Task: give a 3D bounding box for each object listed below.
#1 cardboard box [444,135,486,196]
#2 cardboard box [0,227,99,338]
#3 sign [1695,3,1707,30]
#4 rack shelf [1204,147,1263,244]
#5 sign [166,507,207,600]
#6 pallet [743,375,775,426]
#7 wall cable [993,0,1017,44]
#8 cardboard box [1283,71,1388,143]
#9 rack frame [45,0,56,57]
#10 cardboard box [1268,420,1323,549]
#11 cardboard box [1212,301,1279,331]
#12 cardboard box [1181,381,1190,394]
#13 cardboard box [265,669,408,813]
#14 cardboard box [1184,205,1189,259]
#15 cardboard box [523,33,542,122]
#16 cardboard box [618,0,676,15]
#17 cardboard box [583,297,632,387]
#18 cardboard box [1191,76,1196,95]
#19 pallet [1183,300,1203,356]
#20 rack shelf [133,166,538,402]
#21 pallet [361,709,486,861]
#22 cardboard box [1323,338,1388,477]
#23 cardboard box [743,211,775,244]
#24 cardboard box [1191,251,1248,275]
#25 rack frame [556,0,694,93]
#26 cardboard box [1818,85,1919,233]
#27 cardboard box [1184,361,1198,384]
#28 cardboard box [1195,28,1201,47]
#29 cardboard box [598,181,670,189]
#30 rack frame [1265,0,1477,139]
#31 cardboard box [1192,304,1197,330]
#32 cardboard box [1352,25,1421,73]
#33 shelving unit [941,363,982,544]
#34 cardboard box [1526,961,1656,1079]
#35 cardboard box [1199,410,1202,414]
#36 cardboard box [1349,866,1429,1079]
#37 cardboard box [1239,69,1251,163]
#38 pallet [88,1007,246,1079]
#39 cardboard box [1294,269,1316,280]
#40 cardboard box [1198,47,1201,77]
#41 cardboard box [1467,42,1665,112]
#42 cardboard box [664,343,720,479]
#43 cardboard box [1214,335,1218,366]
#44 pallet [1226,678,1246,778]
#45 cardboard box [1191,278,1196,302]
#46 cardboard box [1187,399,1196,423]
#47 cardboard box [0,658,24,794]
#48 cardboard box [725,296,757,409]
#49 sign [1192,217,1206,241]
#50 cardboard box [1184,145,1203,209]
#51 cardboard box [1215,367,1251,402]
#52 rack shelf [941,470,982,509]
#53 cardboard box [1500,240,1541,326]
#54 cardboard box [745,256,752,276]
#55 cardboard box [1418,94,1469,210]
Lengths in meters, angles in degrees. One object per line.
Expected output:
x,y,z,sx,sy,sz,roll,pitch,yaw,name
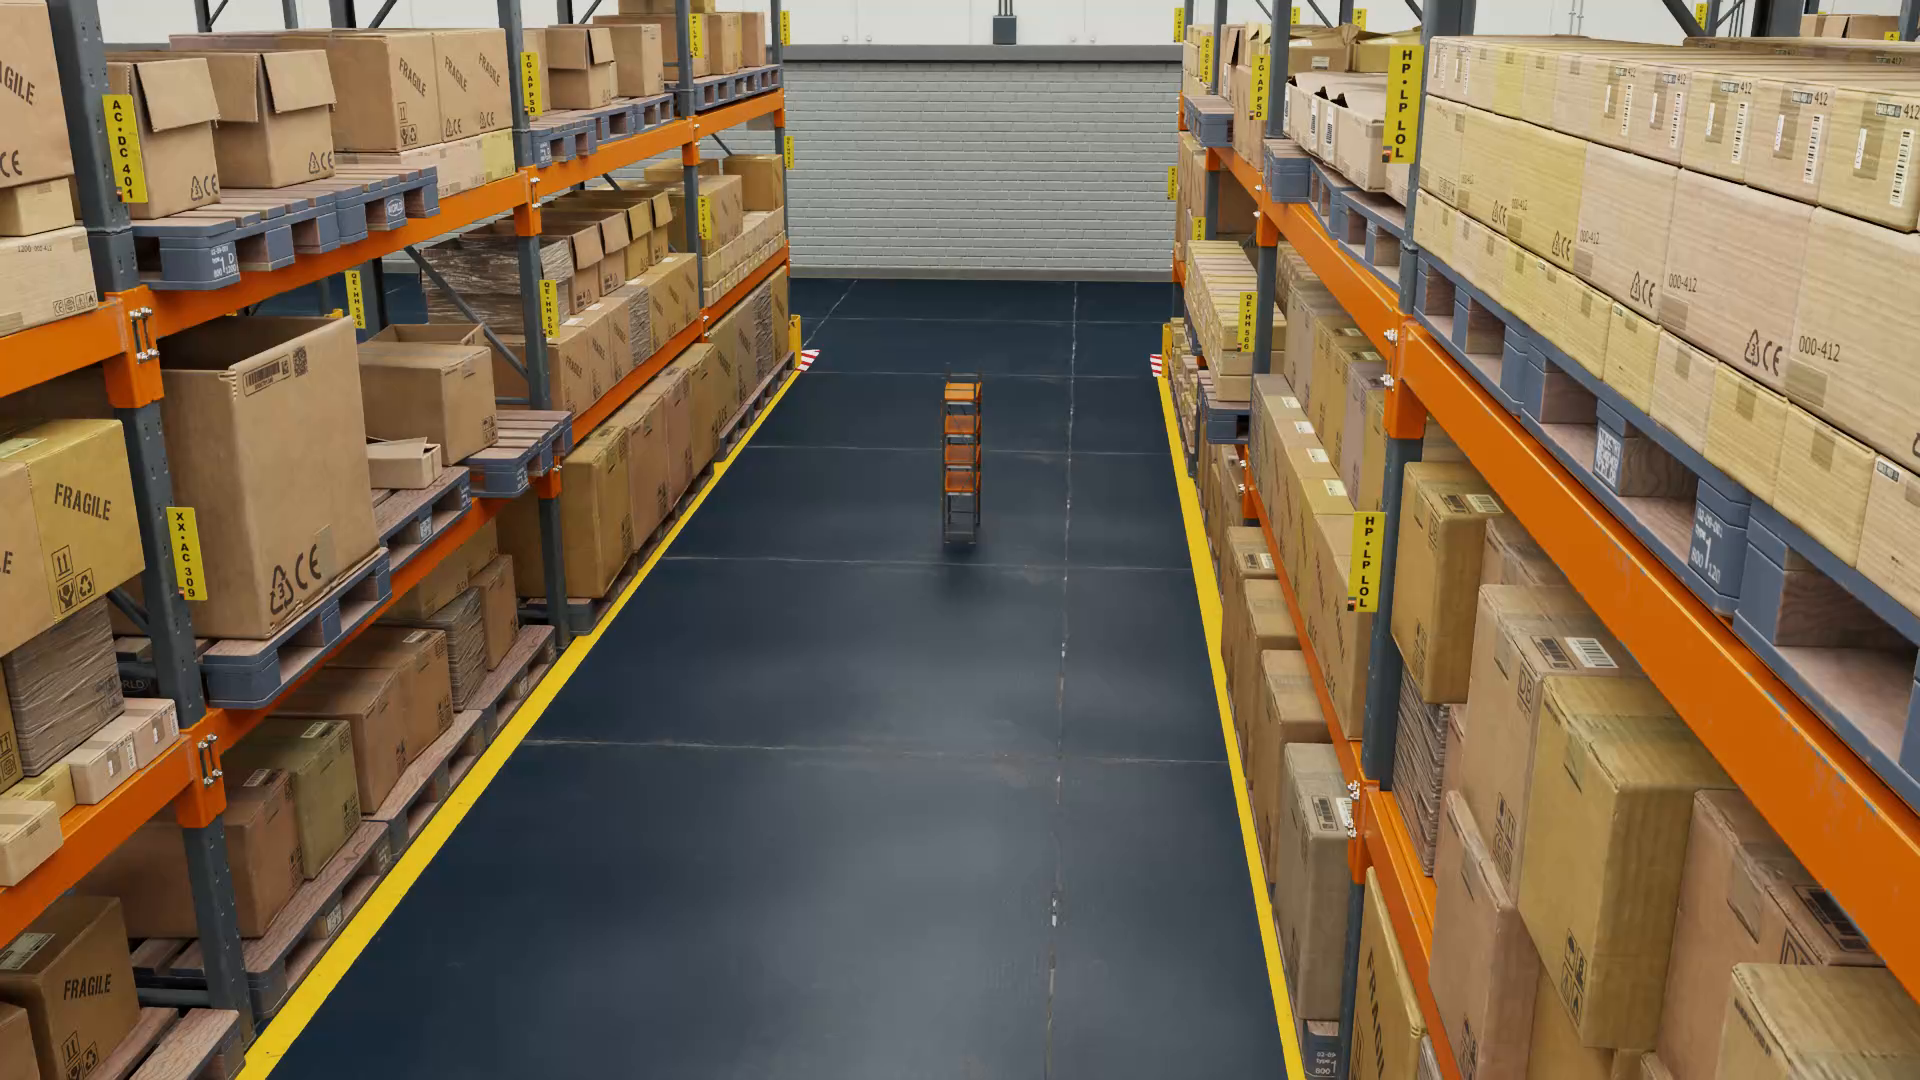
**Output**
-2.660,-1.840,8.144,0.500,0.250,0.500,1,18,4,cardboard box
-2.907,-0.758,4.842,0.500,0.250,0.500,2,18,6,cardboard box
7.057,-4.949,15.862,0.100,0.325,0.005,1,18,4,sign
2.235,-2.356,10.634,1.077,0.370,4.000,1,18,4,rack shelf
-2.593,0.047,5.571,0.100,0.325,0.005,1,18,4,sign
-2.344,-1.325,15.627,1.003,0.211,1.213,1,18,4,pallet
1.568,-9.337,20.799,2.277,5.999,0.120,1,18,4,wall cable
1.820,-2.061,7.888,0.500,0.311,0.500,1,18,4,cardboard box
-7.502,-4.997,12.721,1.000,3.000,0.127,1,18,4,rack frame
1.720,-0.251,7.710,0.500,0.500,0.500,1,18,4,cardboard box
1.709,-1.336,9.956,0.380,0.149,0.250,2,18,6,cardboard box
2.211,-1.344,15.112,0.380,0.149,0.250,1,18,4,cardboard box
-2.977,0.916,7.618,0.700,0.500,0.500,0,18,-1,cardboard box
2.266,-2.714,14.751,0.500,0.500,0.500,1,18,2,cardboard box
-2.876,-2.658,9.561,0.797,0.503,0.637,2,18,7,cardboard box
-2.488,-4.404,13.529,0.500,0.250,0.500,0,18,0,cardboard box
-2.474,-1.305,10.928,0.500,0.500,0.500,1,18,3,cardboard box
2.264,-3.872,14.347,0.500,0.250,0.500,1,18,4,cardboard box
2.179,-1.568,12.200,1.003,0.211,1.213,1,18,4,pallet
-2.992,-1.256,7.276,1.077,0.370,4.000,1,18,4,rack shelf
-2.996,1.152,8.067,1.003,0.211,1.213,1,18,4,pallet
1.944,-0.559,7.047,0.700,0.500,0.500,1,18,3,cardboard box
-2.082,-3.034,16.128,0.500,0.250,0.500,1,18,3,cardboard box
1.857,-1.978,11.916,0.380,0.149,0.250,1,18,4,cardboard box
-2.561,-4.886,12.384,1.000,3.000,0.127,1,18,4,rack frame
1.259,-0.448,1.945,0.380,0.149,0.250,2,18,5,cardboard box
2.158,-1.460,14.510,0.380,0.149,0.250,0,18,1,cardboard box
2.193,-4.259,14.085,0.380,0.149,0.250,1,18,3,cardboard box
-2.755,-2.766,14.107,0.500,0.500,0.500,1,18,4,cardboard box
2.092,-3.502,8.159,1.000,3.000,0.127,1,18,4,rack frame
1.819,-1.541,11.537,0.380,0.149,0.250,0,18,1,cardboard box
2.433,-2.767,9.345,0.396,0.266,0.258,1,18,4,cardboard box
0.012,-0.622,11.893,0.258,1.200,0.503,1,18,4,shelving unit
1.679,1.138,3.392,0.875,0.550,0.500,1,18,4,cardboard box
2.062,-1.038,12.409,0.500,0.250,0.500,0,18,1,cardboard box
1.690,1.595,4.976,0.875,0.875,0.875,2,18,5,cardboard box
1.902,-2.463,9.644,0.500,0.500,0.500,1,18,4,cardboard box
-3.148,1.984,5.531,1.003,0.211,1.213,1,18,4,pallet
2.450,-1.723,11.136,0.380,0.149,0.250,0,18,1,cardboard box
2.240,-3.958,13.804,0.500,0.250,0.500,2,18,6,cardboard box
1.404,-1.078,3.865,0.380,0.149,0.250,1,18,3,cardboard box
-2.587,-1.026,12.976,1.225,0.875,0.875,1,18,4,cardboard box
1.690,-1.119,9.773,0.380,0.149,0.250,2,18,6,cardboard box
1.960,0.917,8.785,1.003,0.211,1.213,1,18,4,pallet
1.839,-1.761,11.733,0.380,0.149,0.250,1,18,2,cardboard box
2.091,-1.069,13.794,0.380,0.149,0.250,0,18,1,cardboard box
-3.300,0.553,4.780,0.875,0.500,0.500,1,18,4,cardboard box
-2.370,-1.708,15.057,0.875,0.875,0.875,1,18,4,cardboard box
1.837,-2.315,12.779,0.100,0.325,0.005,1,18,4,sign
2.246,-3.190,14.597,0.500,0.500,0.500,1,18,2,cardboard box
1.669,-0.895,9.566,0.380,0.149,0.250,2,18,5,cardboard box
0.012,-0.369,11.976,0.258,0.148,0.480,1,18,4,rack shelf
1.369,-0.540,3.506,0.380,0.149,0.250,1,18,3,cardboard box
-2.098,-2.485,15.092,0.380,0.149,0.250,1,18,2,cardboard box
1.491,-1.006,4.286,0.500,0.250,0.500,1,18,4,cardboard box
